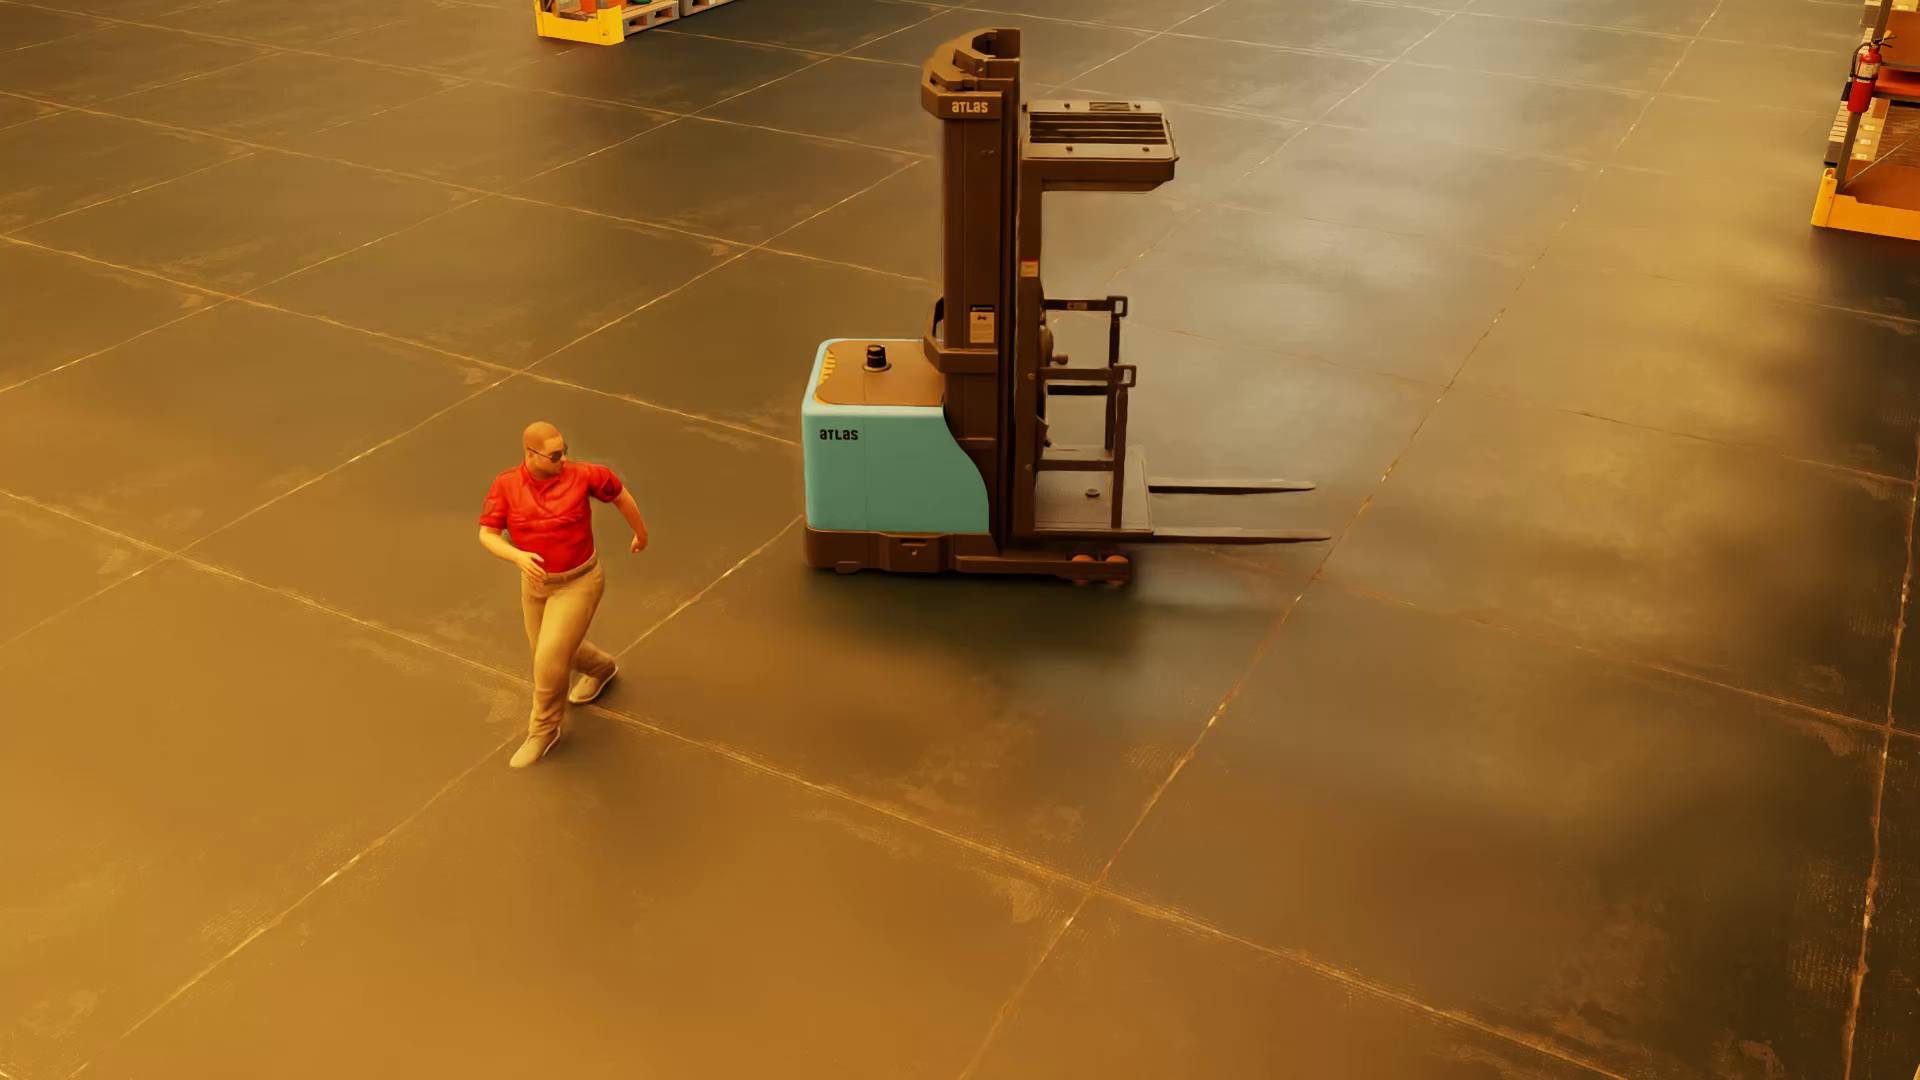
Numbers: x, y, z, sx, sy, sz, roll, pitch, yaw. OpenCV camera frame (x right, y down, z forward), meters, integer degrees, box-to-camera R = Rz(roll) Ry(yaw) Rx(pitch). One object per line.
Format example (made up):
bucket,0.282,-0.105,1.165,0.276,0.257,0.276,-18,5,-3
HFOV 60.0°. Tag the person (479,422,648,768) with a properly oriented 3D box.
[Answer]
person,-1.961,0.199,8.056,0.556,1.678,0.969,12,32,19

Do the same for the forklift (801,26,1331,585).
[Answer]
forklift,0.636,-1.283,9.294,3.031,2.935,1.130,1,30,2
